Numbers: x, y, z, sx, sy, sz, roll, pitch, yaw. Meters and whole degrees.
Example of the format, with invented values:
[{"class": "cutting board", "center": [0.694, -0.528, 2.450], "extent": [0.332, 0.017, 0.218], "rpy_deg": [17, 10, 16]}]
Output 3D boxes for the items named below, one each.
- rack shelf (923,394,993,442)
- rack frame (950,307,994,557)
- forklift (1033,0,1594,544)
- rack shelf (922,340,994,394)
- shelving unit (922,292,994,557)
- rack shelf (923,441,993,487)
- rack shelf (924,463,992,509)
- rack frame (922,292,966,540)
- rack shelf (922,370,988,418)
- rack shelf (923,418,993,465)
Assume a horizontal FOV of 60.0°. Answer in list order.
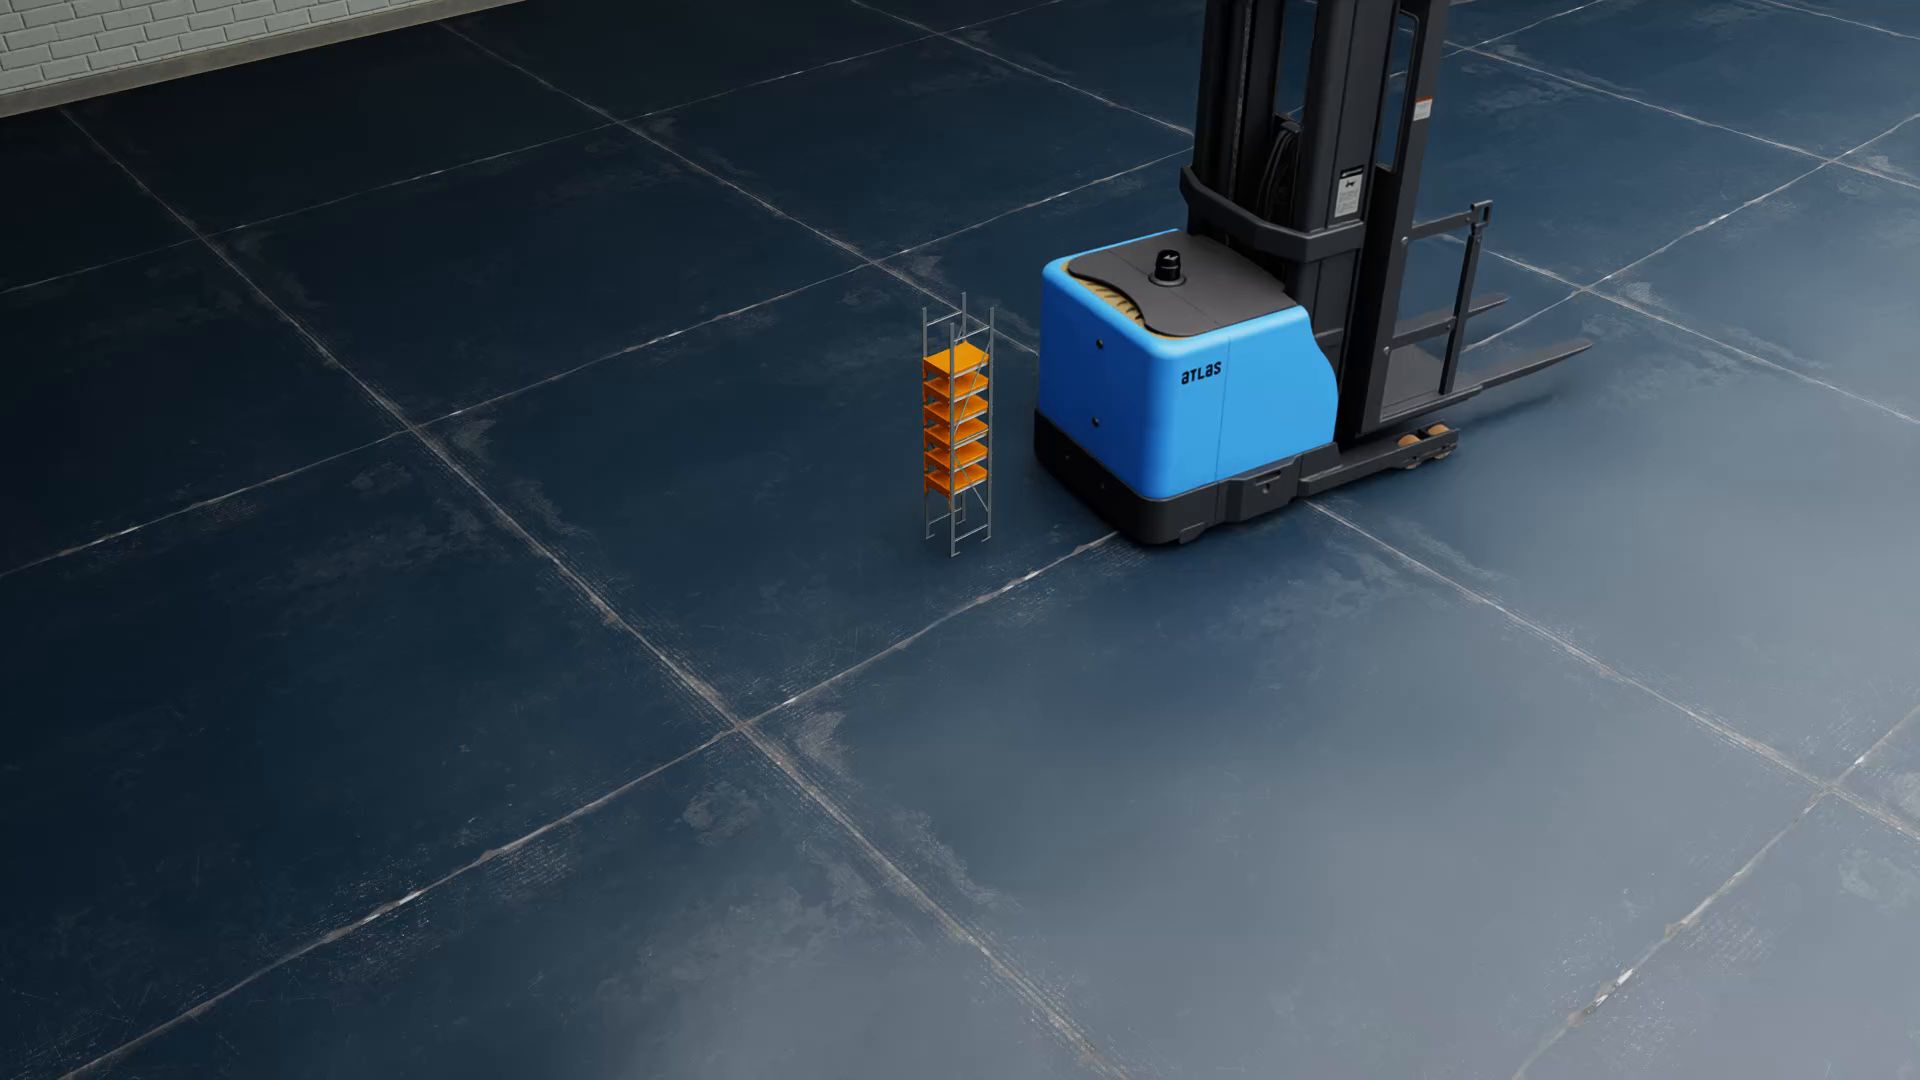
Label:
[{"class": "rack shelf", "center": [-0.009, -0.558, 7.369], "extent": [0.258, 0.103, 0.180], "rpy_deg": [-26, 43, -32]}, {"class": "rack frame", "center": [0.050, -0.456, 7.355], "extent": [0.240, 1.200, 0.006], "rpy_deg": [-26, 43, -32]}, {"class": "forklift", "center": [1.901, -1.794, 7.747], "extent": [3.031, 2.935, 1.130], "rpy_deg": [-18, 39, -24]}, {"class": "rack shelf", "center": [-0.009, -0.754, 7.230], "extent": [0.258, 0.103, 0.180], "rpy_deg": [-26, 43, -32]}, {"class": "shelving unit", "center": [-0.009, -0.496, 7.412], "extent": [0.258, 1.200, 0.189], "rpy_deg": [-26, 43, -32]}, {"class": "rack shelf", "center": [-0.009, -0.362, 7.507], "extent": [0.258, 0.103, 0.180], "rpy_deg": [-26, 43, -32]}, {"class": "rack shelf", "center": [-0.009, -0.264, 7.577], "extent": [0.258, 0.103, 0.180], "rpy_deg": [-26, 43, -32]}, {"class": "rack frame", "center": [-0.068, -0.536, 7.469], "extent": [0.240, 1.200, 0.006], "rpy_deg": [-26, 43, -32]}, {"class": "rack shelf", "center": [-0.009, -0.656, 7.299], "extent": [0.258, 0.103, 0.180], "rpy_deg": [-26, 43, -32]}, {"class": "rack shelf", "center": [-0.009, -0.460, 7.438], "extent": [0.258, 0.103, 0.180], "rpy_deg": [-26, 43, -32]}]
